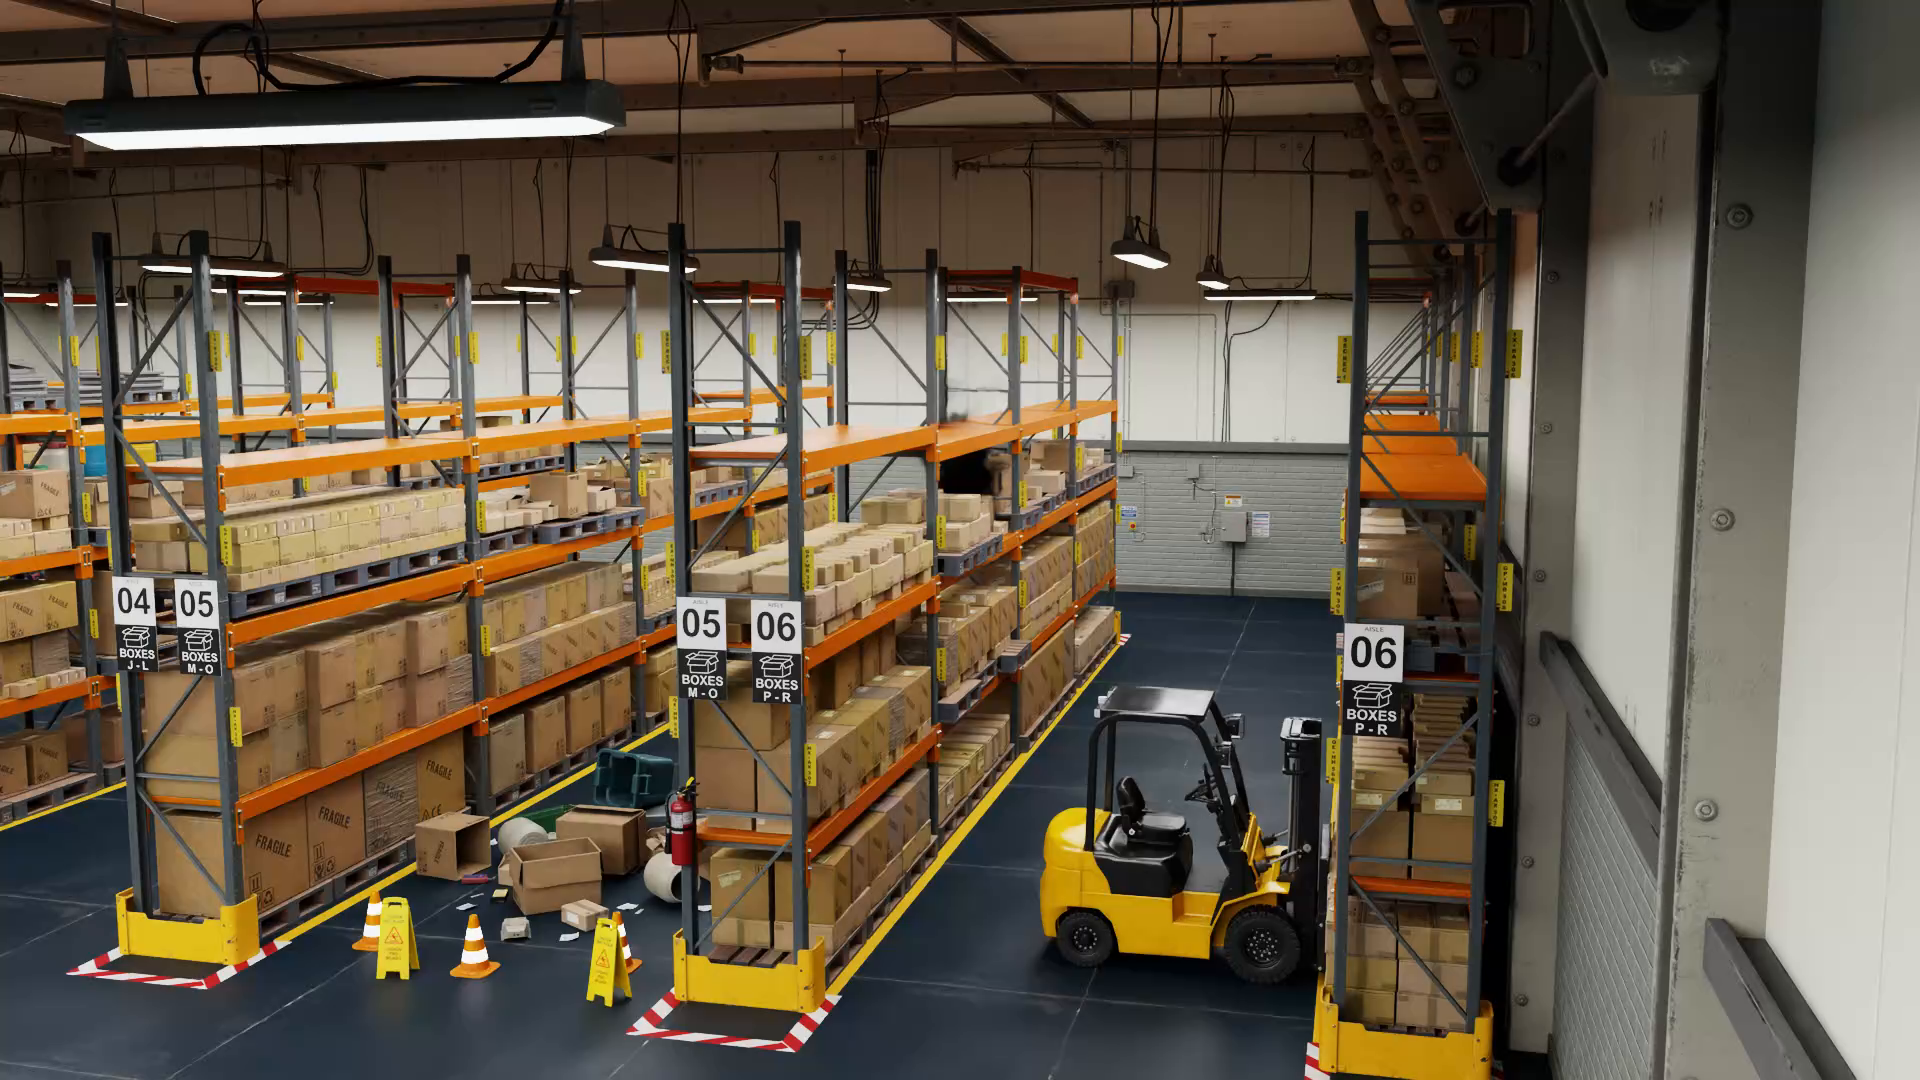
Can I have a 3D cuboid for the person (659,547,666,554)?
[{"bbox_3d":[-4.910,0.934,28.054,0.623,1.651,0.743,2,7,18],"label":"person"}]
